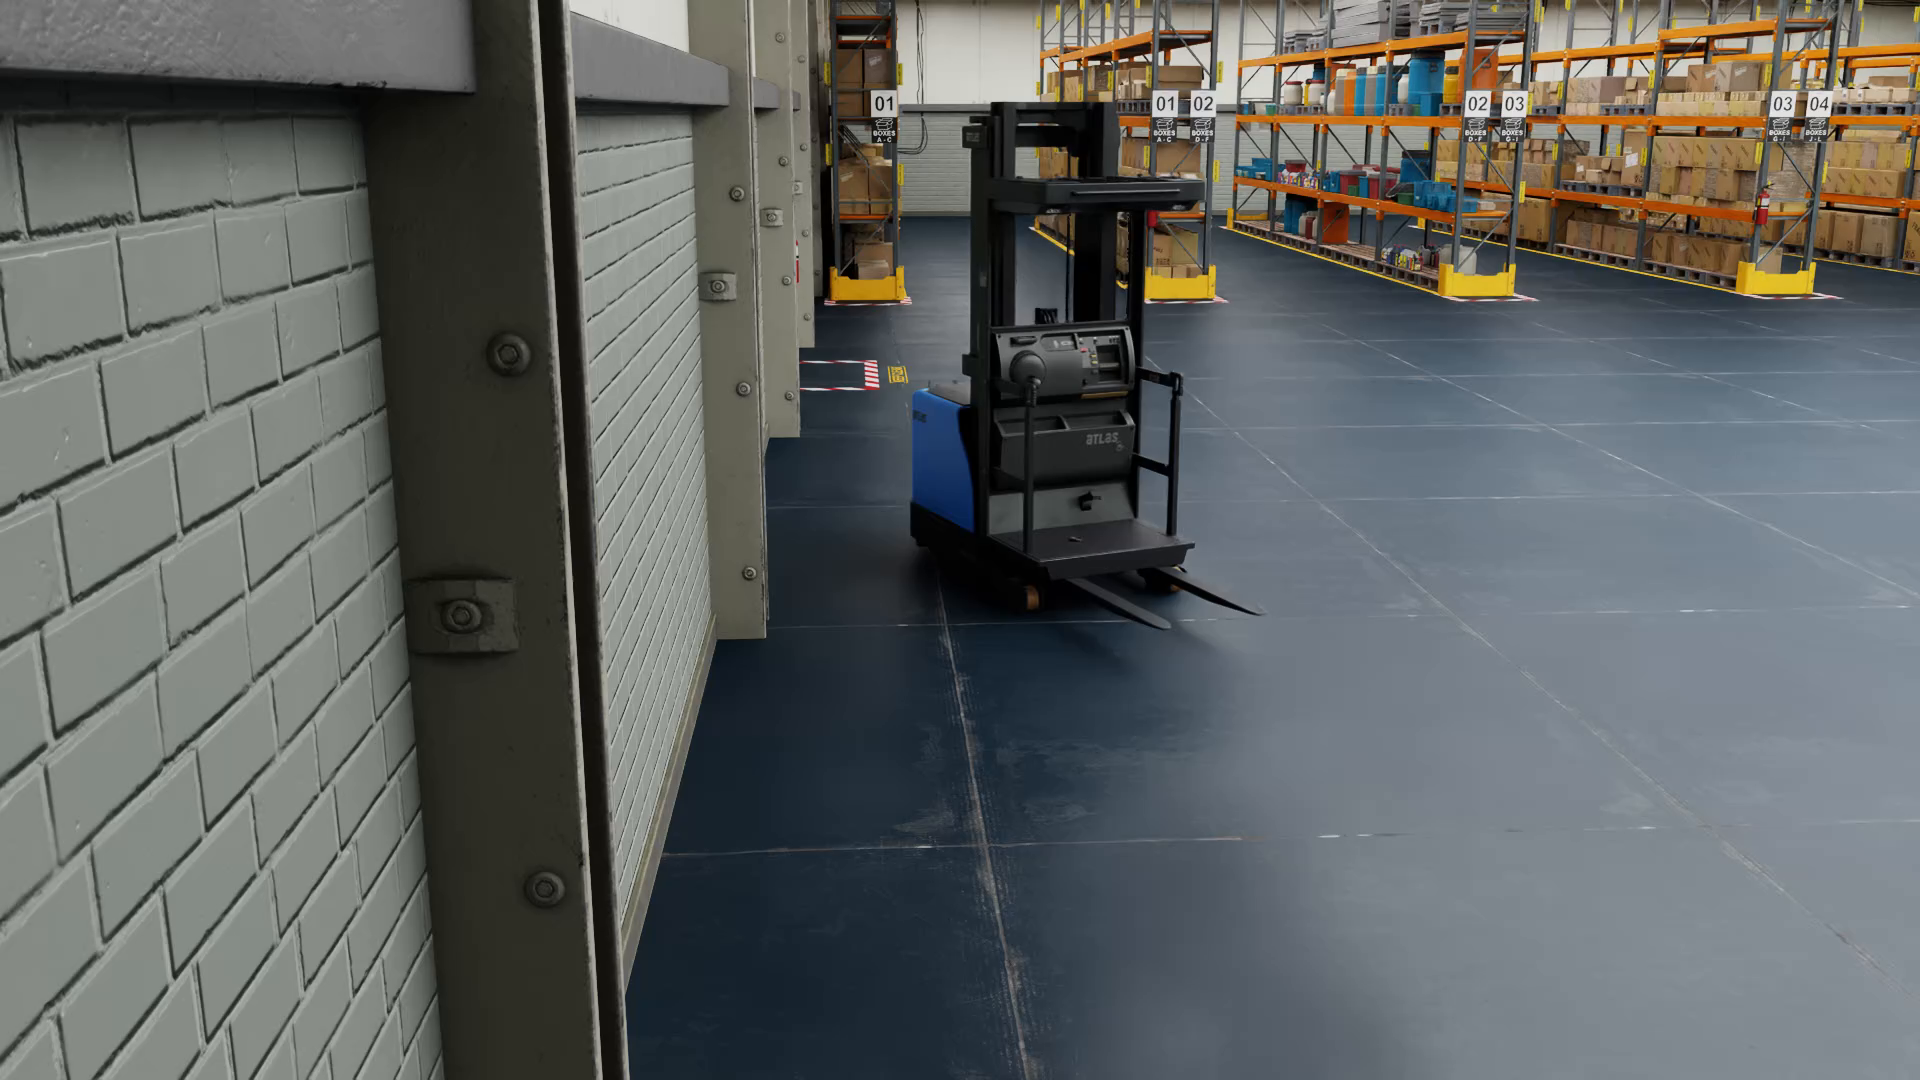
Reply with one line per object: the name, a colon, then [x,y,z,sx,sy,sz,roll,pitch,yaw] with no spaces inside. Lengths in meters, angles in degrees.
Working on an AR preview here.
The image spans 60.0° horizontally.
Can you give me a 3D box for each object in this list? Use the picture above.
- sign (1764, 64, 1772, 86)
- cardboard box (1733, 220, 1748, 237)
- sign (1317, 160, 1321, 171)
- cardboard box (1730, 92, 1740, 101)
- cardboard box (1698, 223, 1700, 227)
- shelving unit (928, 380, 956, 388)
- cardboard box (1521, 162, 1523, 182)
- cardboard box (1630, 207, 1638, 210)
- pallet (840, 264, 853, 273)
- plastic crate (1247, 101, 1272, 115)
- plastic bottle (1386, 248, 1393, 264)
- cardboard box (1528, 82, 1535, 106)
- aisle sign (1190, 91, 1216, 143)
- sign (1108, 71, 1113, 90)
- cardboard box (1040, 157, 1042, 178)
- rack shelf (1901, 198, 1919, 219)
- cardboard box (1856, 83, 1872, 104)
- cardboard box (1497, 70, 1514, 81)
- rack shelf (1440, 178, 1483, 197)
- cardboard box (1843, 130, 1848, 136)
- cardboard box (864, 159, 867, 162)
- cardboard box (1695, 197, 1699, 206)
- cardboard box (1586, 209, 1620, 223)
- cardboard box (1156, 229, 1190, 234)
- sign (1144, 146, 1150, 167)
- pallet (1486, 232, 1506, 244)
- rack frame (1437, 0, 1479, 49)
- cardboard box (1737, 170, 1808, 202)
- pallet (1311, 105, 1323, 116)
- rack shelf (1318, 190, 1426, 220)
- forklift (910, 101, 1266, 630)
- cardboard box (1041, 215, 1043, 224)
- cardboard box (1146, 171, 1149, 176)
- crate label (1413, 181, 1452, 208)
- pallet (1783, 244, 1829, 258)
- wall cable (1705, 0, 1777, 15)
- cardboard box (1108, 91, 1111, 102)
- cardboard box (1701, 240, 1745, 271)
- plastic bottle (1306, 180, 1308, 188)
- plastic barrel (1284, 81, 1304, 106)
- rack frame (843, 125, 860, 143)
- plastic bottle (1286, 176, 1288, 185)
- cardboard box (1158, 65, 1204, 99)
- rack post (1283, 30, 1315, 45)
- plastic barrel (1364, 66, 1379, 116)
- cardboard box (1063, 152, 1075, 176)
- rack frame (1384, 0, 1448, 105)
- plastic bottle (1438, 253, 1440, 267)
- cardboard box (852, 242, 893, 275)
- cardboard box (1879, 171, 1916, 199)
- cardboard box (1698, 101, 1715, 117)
sign: [12.806,-7.369,26.349,0.100,0.325,0.005,-1,14,-3]
cardboard box: [17.443,-6.945,36.672,0.500,0.500,0.500,-2,15,-6]
sign: [8.223,-8.541,38.146,0.100,0.325,0.005,-1,14,-3]
cardboard box: [12.967,-7.323,27.450,0.380,0.149,0.250,-1,14,-3]
cardboard box: [17.788,-7.572,39.815,0.380,0.149,0.250,-1,14,-4]
shelving unit: [-0.083,-0.583,11.656,0.215,1.050,0.252,-4,11,-15]
cardboard box: [12.496,-8.027,36.505,0.500,0.500,0.500,-1,14,-2]
cardboard box: [17.044,-8.365,41.704,0.380,0.149,0.250,-1,14,-4]
pallet: [-1.642,-4.739,29.522,1.003,0.211,1.213,-1,14,-3]
plastic crate: [7.246,-10.432,40.156,0.504,0.338,0.767,-1,14,-3]
plastic bottle: [7.799,-5.137,30.056,0.152,0.276,0.135,0,14,-1]
cardboard box: [12.717,-9.694,36.114,0.797,0.503,0.637,-1,14,-4]
aisle sign: [3.783,-6.586,25.887,0.394,0.787,0.004,-1,14,-3]
sign: [2.684,-8.178,29.603,0.100,0.325,0.005,-1,14,-3]
cardboard box: [2.246,-9.252,41.265,0.500,0.500,0.500,-1,14,-2]
rack shelf: [18.194,-5.691,29.070,1.077,0.370,4.000,-1,14,-3]
cardboard box: [22.236,-10.872,40.499,0.500,0.500,0.500,-1,14,-2]
cardboard box: [12.565,-10.825,38.811,0.500,0.250,0.500,-2,15,-7]
rack shelf: [12.493,-8.624,40.469,1.077,0.370,4.000,-1,14,-3]
cardboard box: [22.072,-10.054,41.075,0.380,0.149,0.250,-1,14,-3]
cardboard box: [-1.898,-6.436,29.278,0.500,0.500,0.500,-1,14,-5]
cardboard box: [12.993,-5.872,28.831,0.380,0.149,0.250,-1,14,-3]
cardboard box: [12.980,-6.548,33.585,0.500,0.250,0.500,1,14,3]
cardboard box: [3.585,-4.959,27.951,0.500,0.500,0.500,-1,14,-3]
sign: [2.931,-6.009,26.063,0.100,0.325,0.005,-1,14,-3]
pallet: [12.740,-6.934,38.053,1.003,0.211,1.213,-1,14,-3]
rack frame: [12.369,-12.375,41.565,1.000,3.000,0.127,-1,14,-3]
cardboard box: [13.354,-5.821,27.331,0.875,0.500,0.500,-1,14,-3]
pallet: [7.972,-8.957,34.678,1.003,0.211,1.213,-1,14,-3]
rack shelf: [8.046,-6.558,32.439,1.077,0.370,4.000,-1,14,-3]
forklift: [0.736,-1.111,9.962,1.130,2.935,3.031,-7,16,-24]
cardboard box: [2.263,-7.935,40.984,0.500,0.250,0.500,-1,14,-3]
cardboard box: [3.226,-5.922,27.021,0.380,0.149,0.250,-1,14,-4]
crate label: [8.033,-5.885,28.308,0.502,0.435,0.616,-1,14,-3]
pallet: [17.795,-5.984,34.361,1.003,0.211,1.213,-1,14,-3]
wall cable: [22.378,-13.950,47.684,2.355,3.000,0.029,-1,14,-3]
cardboard box: [3.137,-8.527,32.087,0.500,0.250,0.500,-1,14,-5]
cardboard box: [13.248,-4.943,28.893,0.500,0.500,0.500,0,14,2]
plastic bottle: [7.437,-7.609,35.479,0.097,0.201,0.097,0,14,0]
plastic barrel: [7.456,-9.986,37.182,0.433,0.535,0.433,0,14,0]
rack frame: [-2.462,-9.241,41.421,1.000,3.000,0.127,-1,14,-3]
plastic bottle: [7.331,-8.037,37.142,0.097,0.201,0.097,0,14,0]
cardboard box: [3.442,-7.256,26.356,0.797,0.503,0.637,0,14,0]
rack post: [7.695,-11.058,36.595,0.937,0.300,0.954,-1,14,-4]
plastic barrel: [7.881,-8.390,31.091,0.600,0.901,0.600,0,14,0]
cardboard box: [2.642,-8.284,36.659,0.700,0.500,0.500,1,14,5]
rack frame: [8.169,-9.315,29.669,1.000,3.000,0.127,-1,14,-3]
plastic bottle: [8.535,-4.979,29.441,0.152,0.276,0.135,-1,14,-2]
cardboard box: [-1.455,-4.762,28.150,0.700,0.500,0.500,-2,15,-7]
cardboard box: [17.770,-6.711,31.389,0.500,0.500,0.500,-1,14,-4]
cardboard box: [12.984,-7.364,28.407,0.500,0.250,0.500,-1,14,-4]
